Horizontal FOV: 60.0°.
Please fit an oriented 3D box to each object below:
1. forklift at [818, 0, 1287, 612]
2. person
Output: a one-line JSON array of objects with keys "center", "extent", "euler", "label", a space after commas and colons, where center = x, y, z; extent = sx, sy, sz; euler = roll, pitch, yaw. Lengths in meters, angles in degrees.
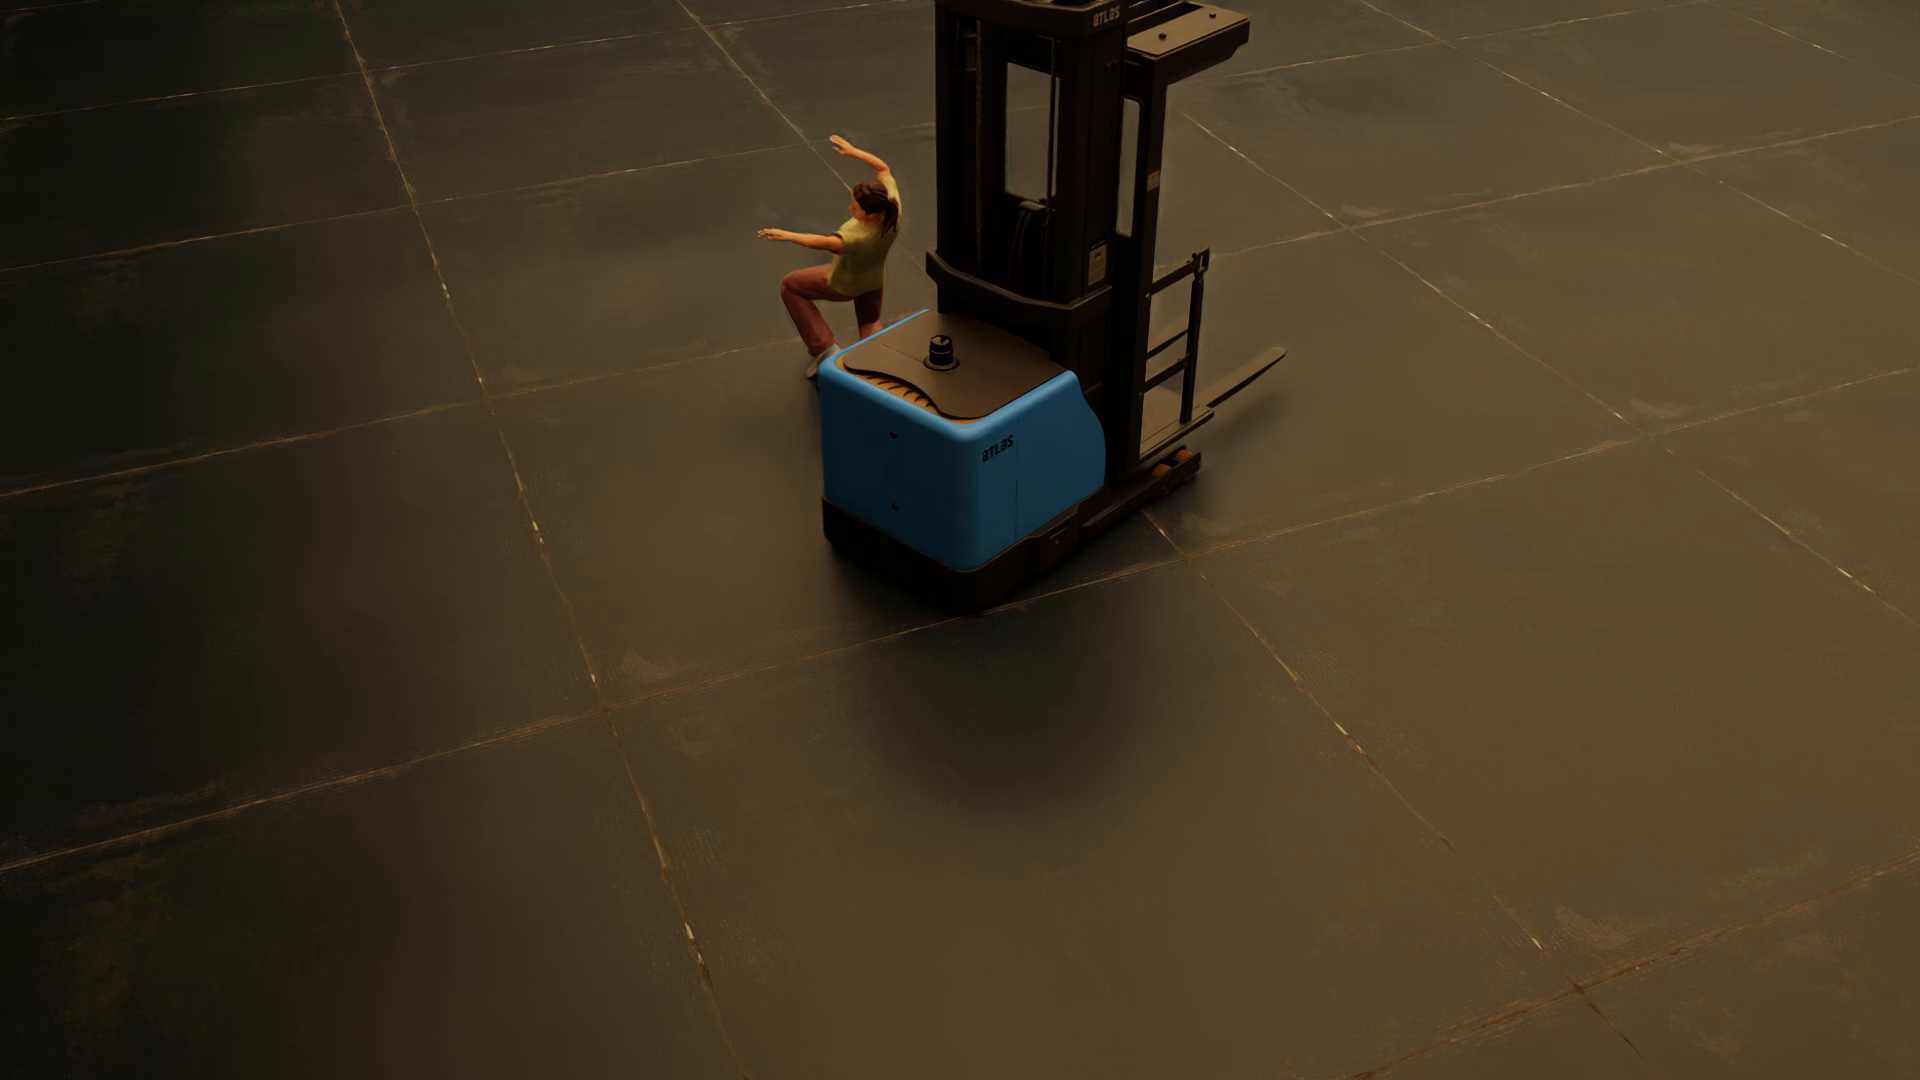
[{"center": [0.664, -1.615, 8.370], "extent": [1.130, 2.935, 3.031], "euler": [28, 44, 33], "label": "forklift"}, {"center": [-0.816, -1.507, 9.456], "extent": [0.992, 1.530, 0.801], "euler": [-24, 42, -29], "label": "person"}]
